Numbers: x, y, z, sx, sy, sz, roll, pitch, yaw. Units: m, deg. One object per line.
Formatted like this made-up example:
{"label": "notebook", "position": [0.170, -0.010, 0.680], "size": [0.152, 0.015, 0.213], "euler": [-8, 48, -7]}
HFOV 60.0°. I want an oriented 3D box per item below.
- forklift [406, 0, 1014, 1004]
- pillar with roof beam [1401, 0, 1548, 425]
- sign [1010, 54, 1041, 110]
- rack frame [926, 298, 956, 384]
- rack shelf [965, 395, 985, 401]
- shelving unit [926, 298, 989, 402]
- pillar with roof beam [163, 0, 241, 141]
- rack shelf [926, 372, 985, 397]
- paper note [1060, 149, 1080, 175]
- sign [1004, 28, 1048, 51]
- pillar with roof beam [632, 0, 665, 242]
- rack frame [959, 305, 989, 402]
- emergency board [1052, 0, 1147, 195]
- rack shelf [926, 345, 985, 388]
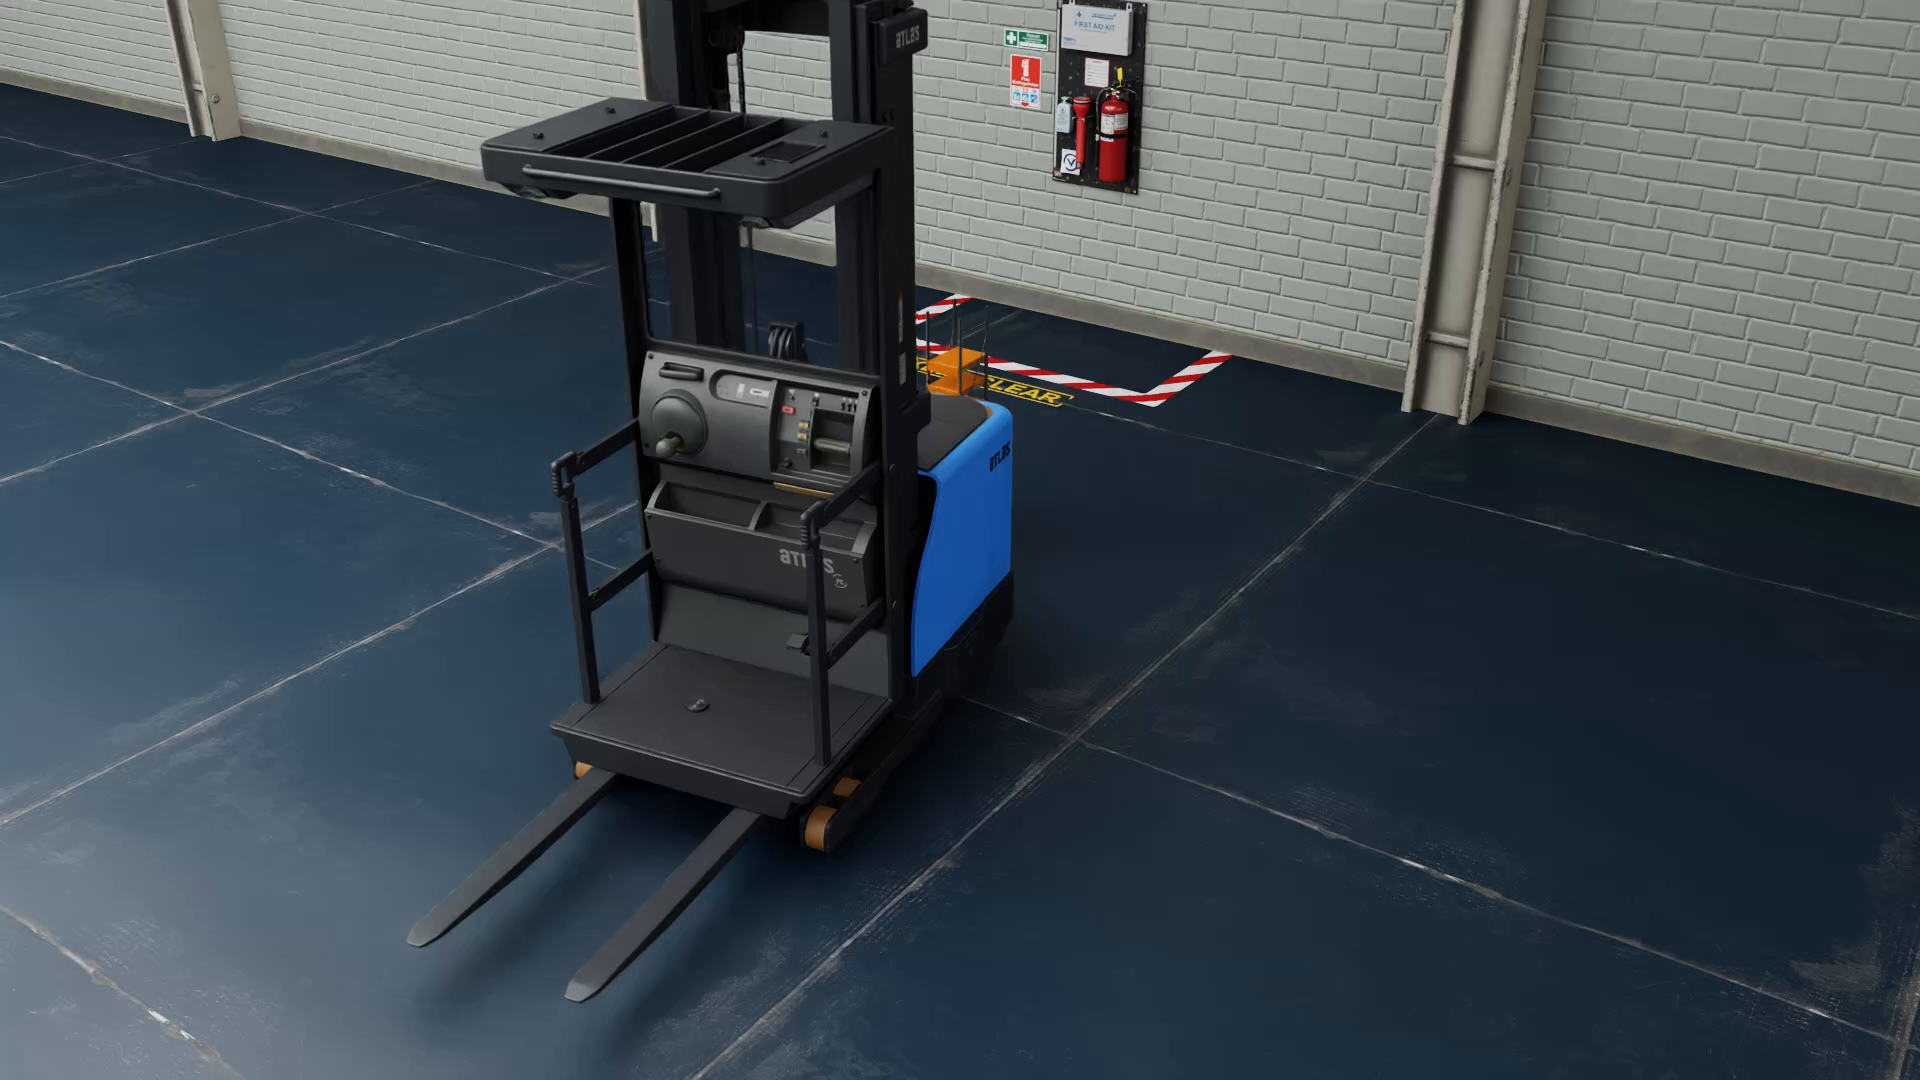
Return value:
{"label": "forklift", "position": [-0.828, -0.399, 5.803], "size": [1.130, 2.935, 3.031], "euler": [12, 29, 21]}
{"label": "pillar with roof beam", "position": [0.396, -3.167, 4.552], "size": [0.400, 9.000, 9.100], "euler": [17, 32, 30]}
{"label": "sign", "position": [0.421, -2.948, 10.697], "size": [0.234, 0.329, 0.001], "euler": [17, 32, 30]}
{"label": "rack frame", "position": [-0.087, -0.562, 8.031], "size": [0.006, 1.200, 0.240], "euler": [17, 32, 30]}
{"label": "rack shelf", "position": [-0.012, -0.606, 7.951], "size": [0.180, 0.103, 0.258], "euler": [17, 32, 30]}
{"label": "shelving unit", "position": [-0.012, -0.538, 7.985], "size": [0.189, 1.200, 0.258], "euler": [17, 32, 30]}
{"label": "pillar with roof beam", "position": [-9.495, -6.249, 10.607], "size": [0.400, 9.000, 9.100], "euler": [17, 32, 30]}
{"label": "rack shelf", "position": [-0.012, -0.713, 7.896], "size": [0.180, 0.103, 0.258], "euler": [17, 32, 30]}
{"label": "paper note", "position": [0.711, -2.430, 10.690], "size": [0.142, 0.148, 0.016], "euler": [17, 32, 30]}
{"label": "sign", "position": [0.420, -3.180, 10.568], "size": [0.331, 0.109, 0.001], "euler": [17, 32, 30]}
{"label": "pillar with roof beam", "position": [-4.549, -4.708, 7.579], "size": [0.400, 9.000, 9.100], "euler": [17, 32, 30]}
{"label": "rack frame", "position": [0.063, -0.515, 7.939], "size": [0.006, 1.200, 0.240], "euler": [17, 32, 30]}
{"label": "emergency board", "position": [0.818, -2.752, 10.350], "size": [0.643, 1.169, 0.194], "euler": [17, 32, 30]}
{"label": "rack shelf", "position": [-0.012, -0.820, 7.842], "size": [0.180, 0.103, 0.258], "euler": [17, 32, 30]}
